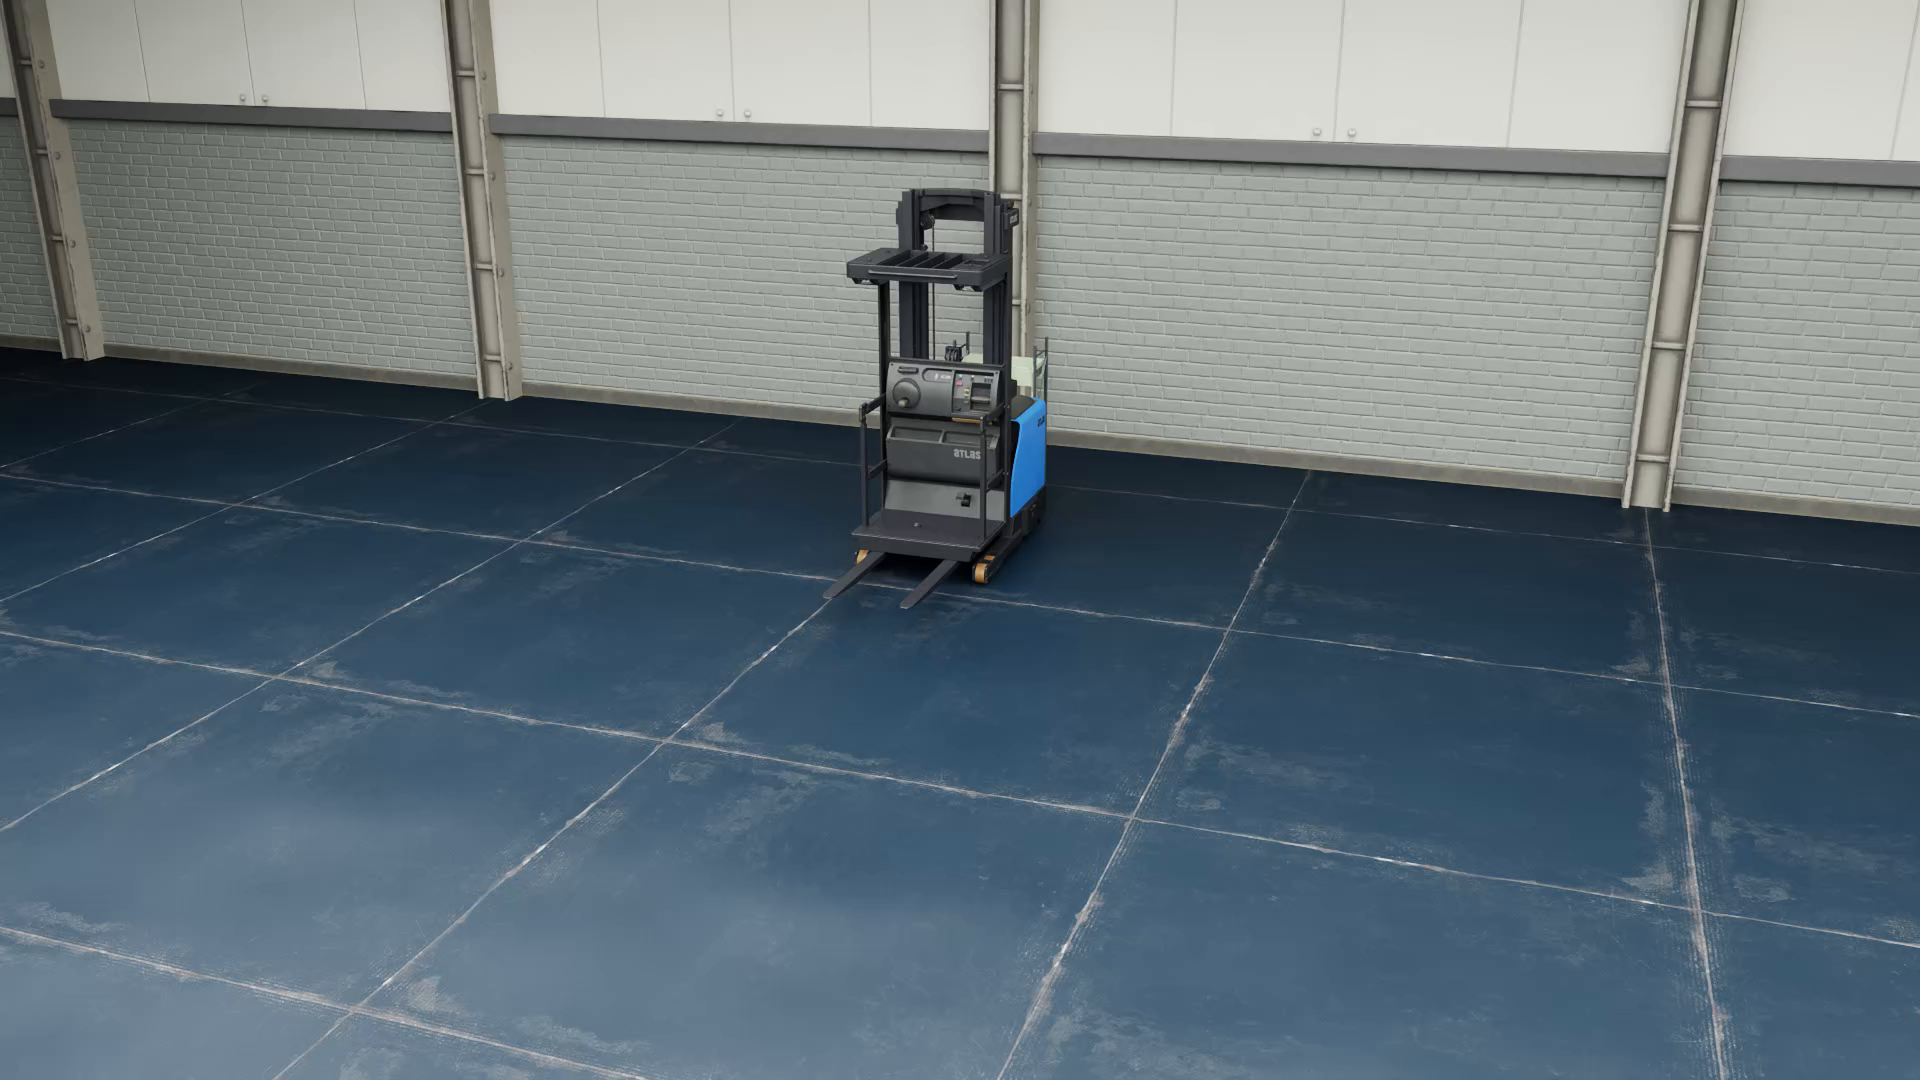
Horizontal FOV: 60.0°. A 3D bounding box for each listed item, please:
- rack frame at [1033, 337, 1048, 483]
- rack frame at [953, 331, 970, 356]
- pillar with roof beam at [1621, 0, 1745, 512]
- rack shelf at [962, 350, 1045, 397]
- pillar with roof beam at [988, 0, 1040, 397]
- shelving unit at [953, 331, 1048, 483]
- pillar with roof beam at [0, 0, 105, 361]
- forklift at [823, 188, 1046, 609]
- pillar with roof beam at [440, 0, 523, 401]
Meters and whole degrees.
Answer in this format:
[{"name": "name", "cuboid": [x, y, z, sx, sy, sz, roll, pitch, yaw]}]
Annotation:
[{"name": "rack frame", "cuboid": [0.705, -1.024, 14.734, 0.023, 1.500, 0.400, 6, 20, 18]}, {"name": "rack frame", "cuboid": [0.013, -1.101, 14.957, 0.023, 1.500, 0.400, 6, 20, 18]}, {"name": "pillar with roof beam", "cuboid": [4.764, -3.230, 9.671, 0.400, 9.000, 9.100, 7, 20, 18]}, {"name": "rack shelf", "cuboid": [0.359, -1.431, 14.717, 0.720, 0.370, 0.431, 6, 20, 18]}, {"name": "pillar with roof beam", "cuboid": [-0.904, -3.878, 11.530, 0.400, 9.000, 9.100, 7, 20, 18]}, {"name": "shelving unit", "cuboid": [0.359, -1.062, 14.845, 0.755, 1.500, 0.431, 6, 20, 18]}, {"name": "pillar with roof beam", "cuboid": [-12.239, -5.174, 15.249, 0.400, 9.000, 9.100, 7, 20, 18]}, {"name": "forklift", "cuboid": [-0.204, -1.188, 13.030, 1.130, 2.935, 3.031, 6, 20, 18]}, {"name": "pillar with roof beam", "cuboid": [-6.572, -4.526, 13.390, 0.400, 9.000, 9.100, 7, 20, 18]}]
